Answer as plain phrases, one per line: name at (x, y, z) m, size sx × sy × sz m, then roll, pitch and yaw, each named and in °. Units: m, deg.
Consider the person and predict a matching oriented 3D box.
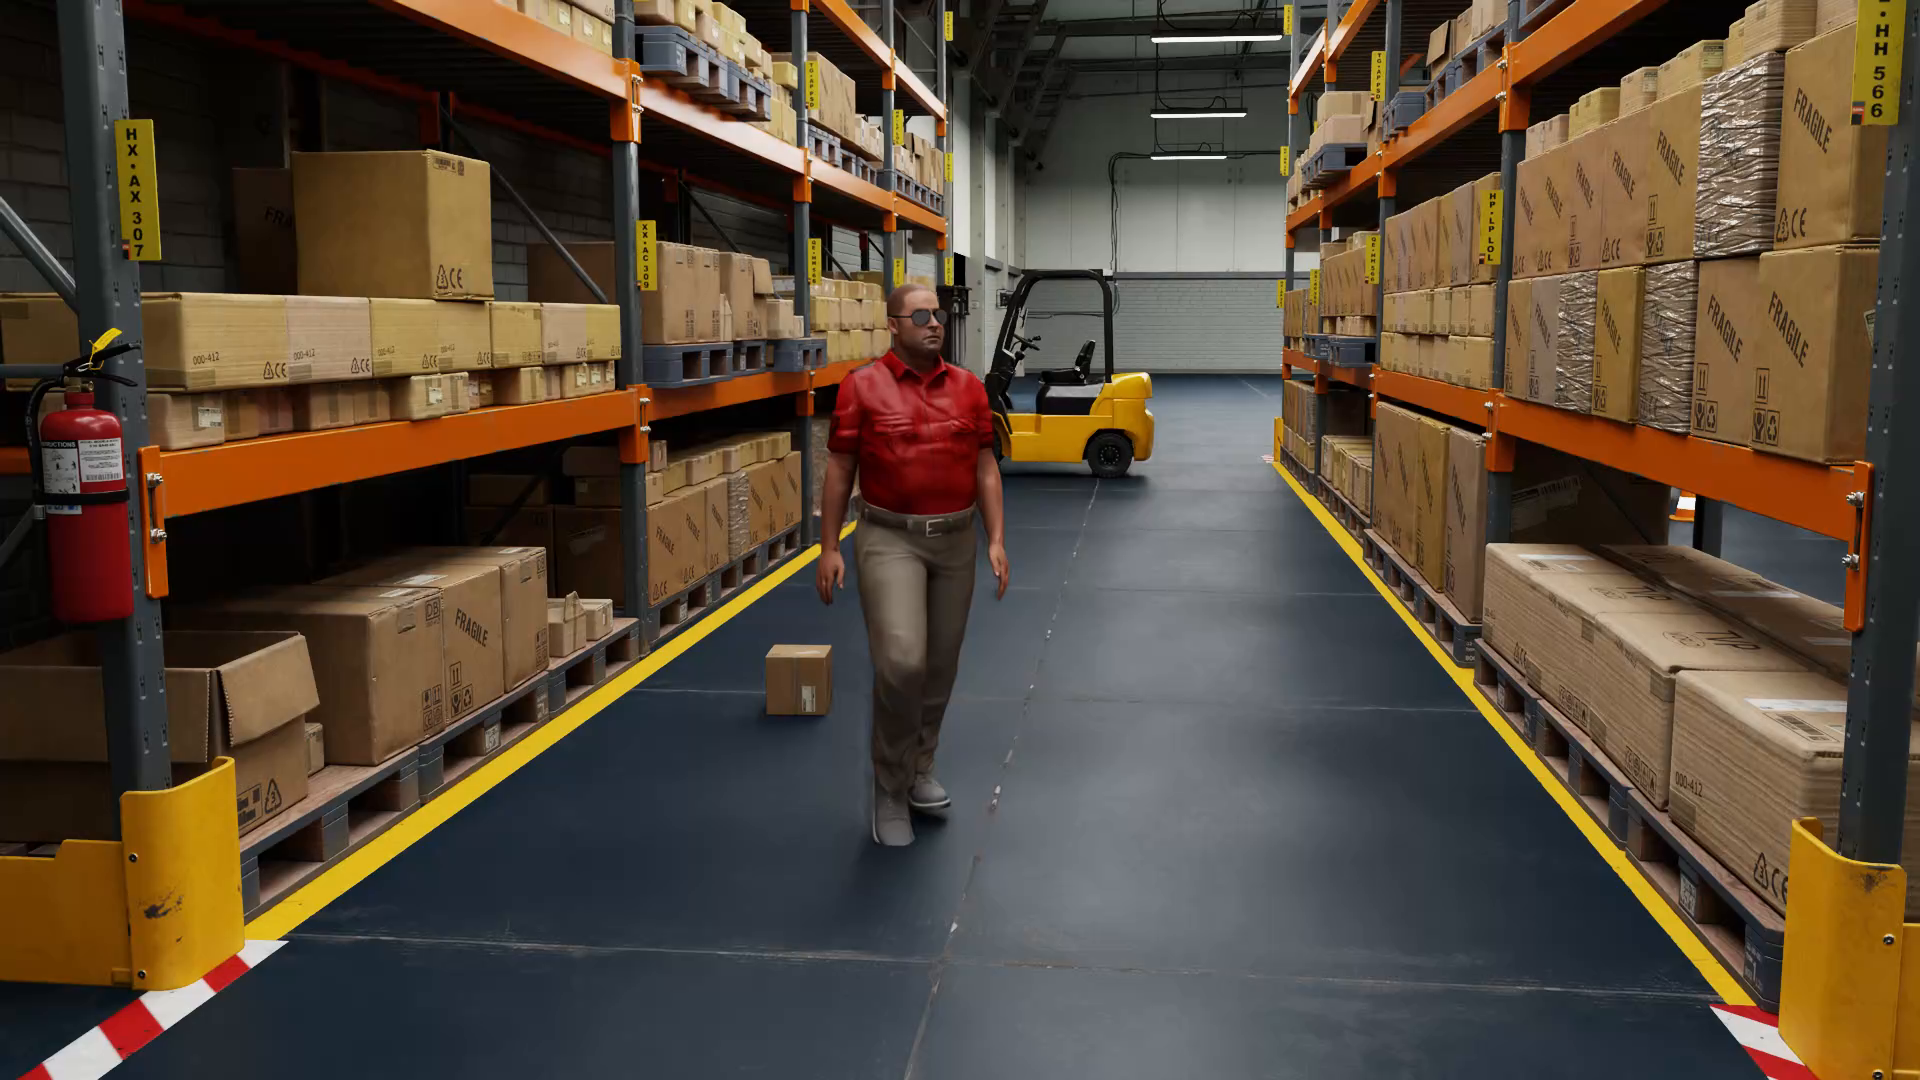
person at (-0.136, 0.084, 5.339) m, size 0.583 × 1.800 × 0.524 m, roll -4°, pitch 9°, yaw -28°
